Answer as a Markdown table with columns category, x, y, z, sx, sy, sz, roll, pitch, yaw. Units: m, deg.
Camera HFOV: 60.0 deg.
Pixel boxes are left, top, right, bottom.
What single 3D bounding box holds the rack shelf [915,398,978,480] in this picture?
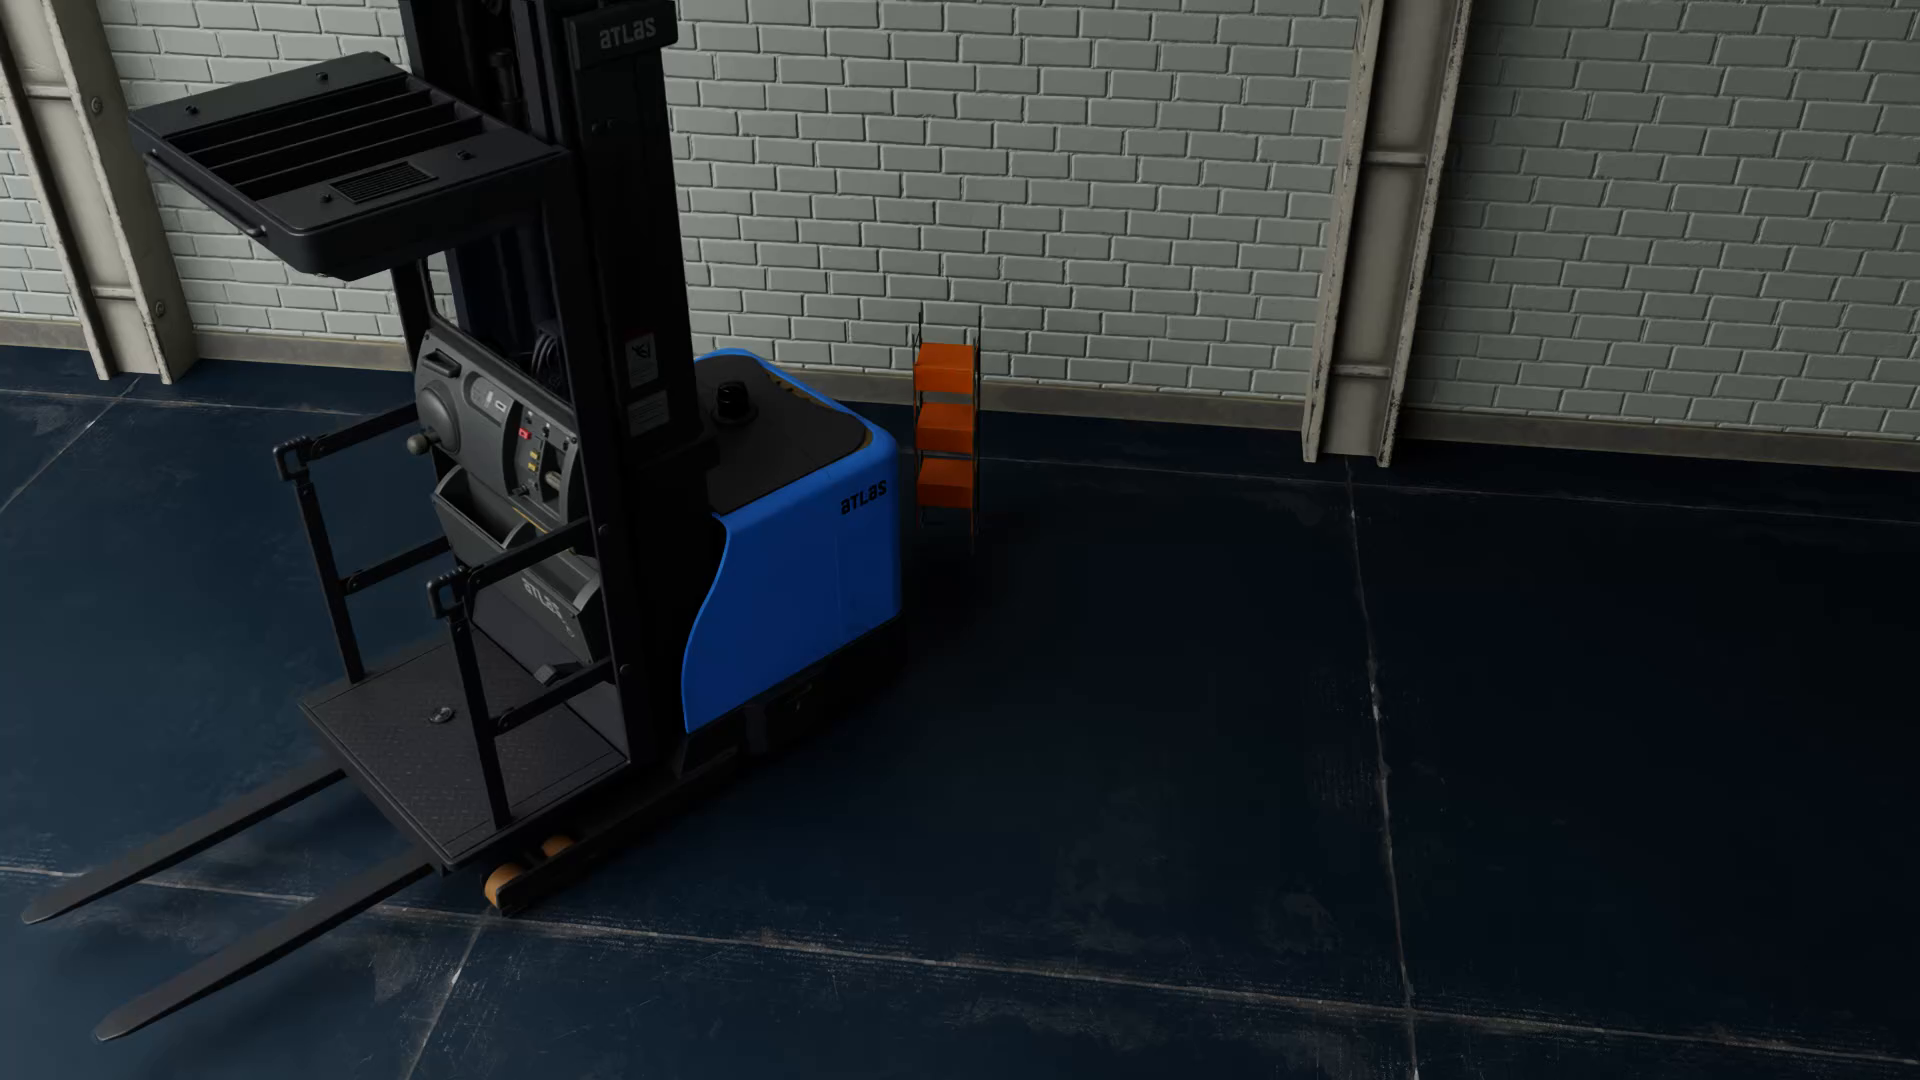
| category | x | y | z | sx | sy | sz | roll | pitch | yaw |
| --- | --- | --- | --- | --- | --- | --- | --- | --- | --- |
| rack shelf | -0.053 | -0.423 | 6.957 | 0.240 | 0.259 | 0.215 | 4 | 36 | 6 |

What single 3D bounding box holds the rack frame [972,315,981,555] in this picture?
| category | x | y | z | sx | sy | sz | roll | pitch | yaw |
| --- | --- | --- | --- | --- | --- | --- | --- | --- | --- |
| rack frame | 0.068 | -0.422 | 6.938 | 0.008 | 1.050 | 0.200 | 4 | 36 | 6 |

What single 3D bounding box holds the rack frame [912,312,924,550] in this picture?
| category | x | y | z | sx | sy | sz | roll | pitch | yaw |
| --- | --- | --- | --- | --- | --- | --- | --- | --- | --- |
| rack frame | -0.174 | -0.440 | 6.963 | 0.008 | 1.050 | 0.200 | 4 | 36 | 6 |

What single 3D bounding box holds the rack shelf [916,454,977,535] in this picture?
| category | x | y | z | sx | sy | sz | roll | pitch | yaw |
| --- | --- | --- | --- | --- | --- | --- | --- | --- | --- |
| rack shelf | -0.053 | -0.196 | 7.118 | 0.240 | 0.259 | 0.215 | 4 | 36 | 6 |

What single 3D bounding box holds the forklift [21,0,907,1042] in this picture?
| category | x | y | z | sx | sy | sz | roll | pitch | yaw |
| --- | --- | --- | --- | --- | --- | --- | --- | --- | --- |
| forklift | -1.623 | -0.300 | 5.148 | 3.031 | 2.935 | 1.130 | -29 | 45 | -34 |

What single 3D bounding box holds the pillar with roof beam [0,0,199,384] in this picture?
| category | x | y | z | sx | sy | sz | roll | pitch | yaw |
| --- | --- | --- | --- | --- | --- | --- | --- | --- | --- |
| pillar with roof beam | -4.677 | -2.067 | 2.399 | 0.400 | 9.000 | 9.100 | 4 | 36 | 6 |

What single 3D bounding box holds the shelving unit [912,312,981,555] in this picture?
| category | x | y | z | sx | sy | sz | roll | pitch | yaw |
| --- | --- | --- | --- | --- | --- | --- | --- | --- | --- |
| shelving unit | -0.053 | -0.431 | 6.951 | 0.252 | 1.050 | 0.215 | 4 | 36 | 6 |

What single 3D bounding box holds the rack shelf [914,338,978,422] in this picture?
| category | x | y | z | sx | sy | sz | roll | pitch | yaw |
| --- | --- | --- | --- | --- | --- | --- | --- | --- | --- |
| rack shelf | -0.053 | -0.654 | 6.792 | 0.240 | 0.259 | 0.215 | 4 | 36 | 6 |

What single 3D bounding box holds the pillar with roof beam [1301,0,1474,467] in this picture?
| category | x | y | z | sx | sy | sz | roll | pitch | yaw |
| --- | --- | --- | --- | --- | --- | --- | --- | --- | --- |
| pillar with roof beam | 1.274 | -1.623 | 1.777 | 0.400 | 9.000 | 9.100 | 4 | 36 | 6 |
